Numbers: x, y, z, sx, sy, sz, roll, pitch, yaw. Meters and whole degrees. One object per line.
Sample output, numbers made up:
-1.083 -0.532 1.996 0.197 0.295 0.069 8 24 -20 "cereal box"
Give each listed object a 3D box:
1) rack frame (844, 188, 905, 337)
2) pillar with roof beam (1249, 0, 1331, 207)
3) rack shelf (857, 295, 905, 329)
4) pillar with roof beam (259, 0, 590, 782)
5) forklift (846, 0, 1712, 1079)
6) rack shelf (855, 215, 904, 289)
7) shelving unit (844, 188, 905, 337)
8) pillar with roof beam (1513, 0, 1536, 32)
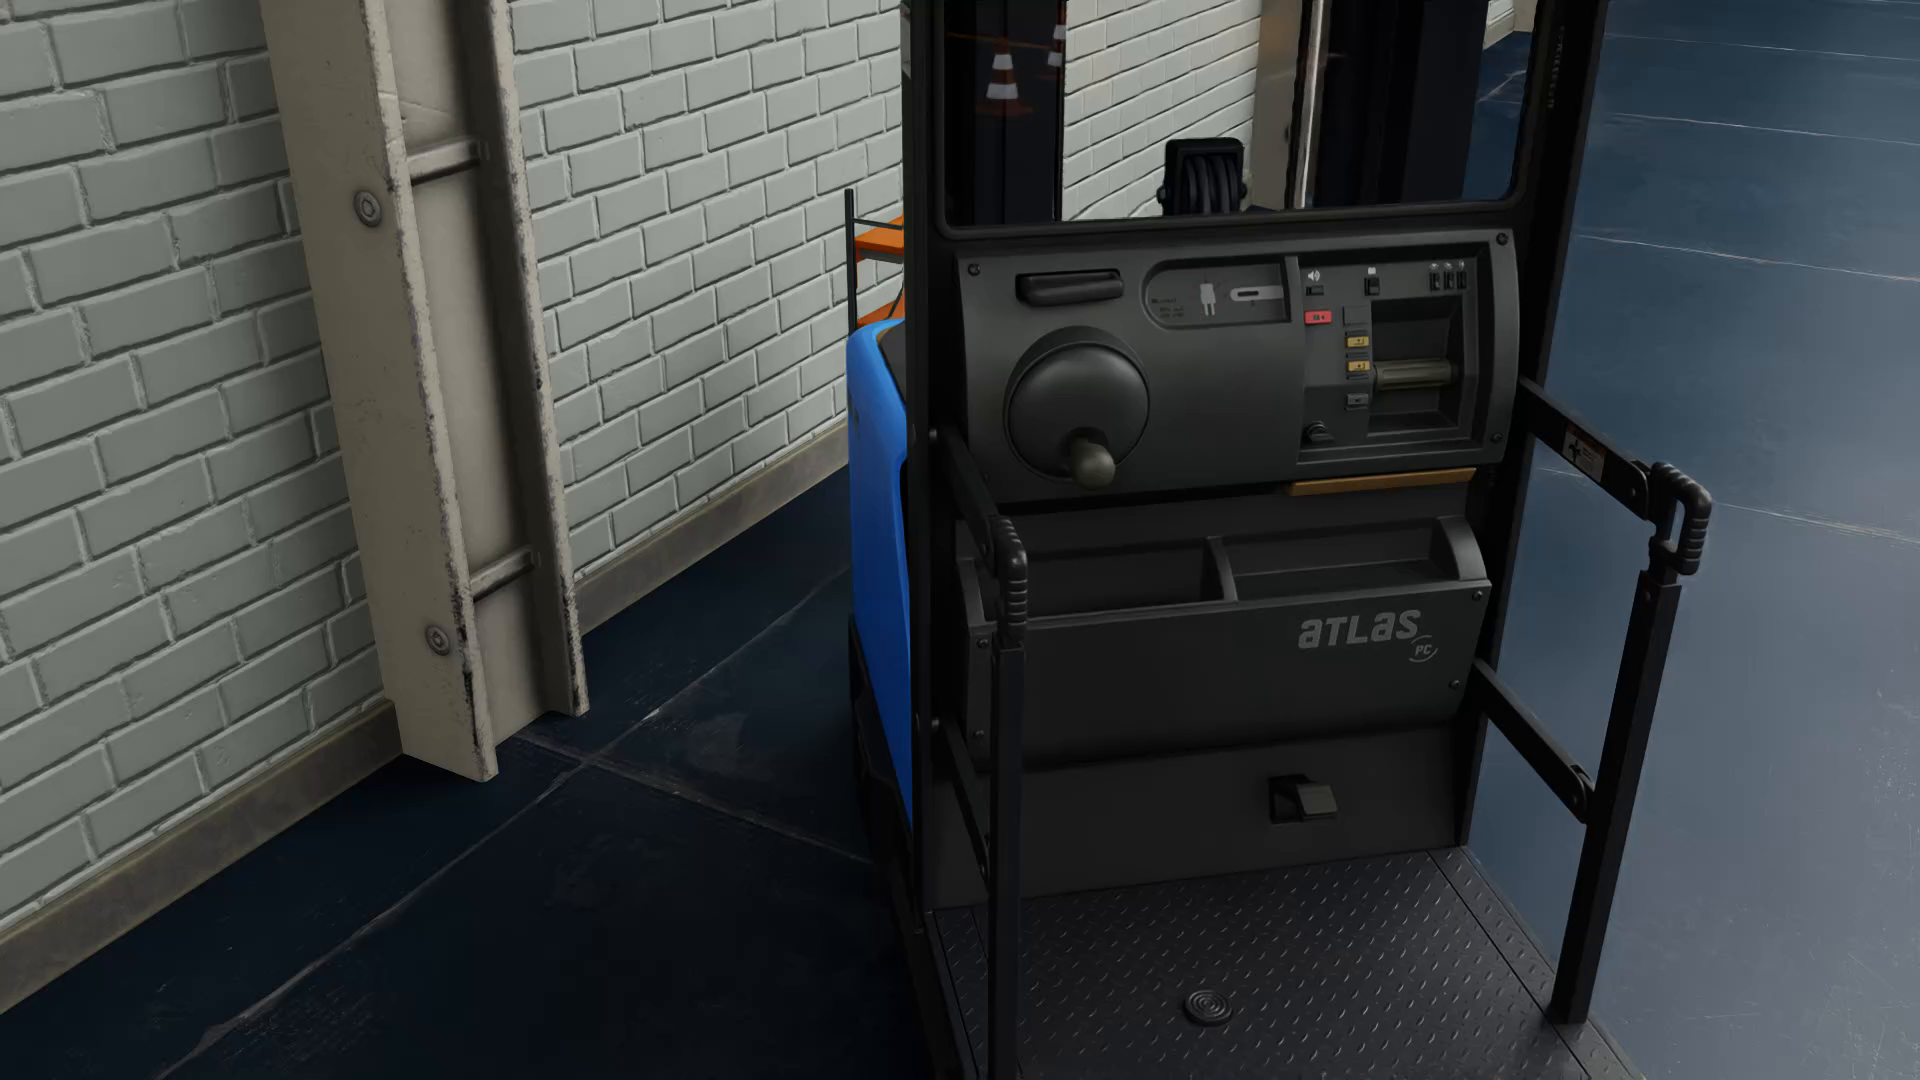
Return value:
-0.201 -0.377 4.663 0.240 1.200 0.015 14 30 26 "rack frame"
5.499 -4.931 5.048 9.100 9.000 0.400 14 30 26 "pillar with roof beam"
-0.081 -0.612 4.783 0.258 0.148 0.480 14 30 26 "rack shelf"
2.548 -2.593 0.377 9.100 9.000 0.400 14 30 26 "pillar with roof beam"
0.501 -0.257 2.490 1.130 2.935 3.031 -5 27 -10 "forklift"
-0.081 -0.823 4.677 0.258 0.148 0.480 14 30 26 "rack shelf"
-0.081 -0.472 4.853 0.258 1.200 0.503 14 30 26 "shelving unit"
8.451 -7.270 9.719 9.100 9.000 0.400 14 30 26 "pillar with roof beam"
